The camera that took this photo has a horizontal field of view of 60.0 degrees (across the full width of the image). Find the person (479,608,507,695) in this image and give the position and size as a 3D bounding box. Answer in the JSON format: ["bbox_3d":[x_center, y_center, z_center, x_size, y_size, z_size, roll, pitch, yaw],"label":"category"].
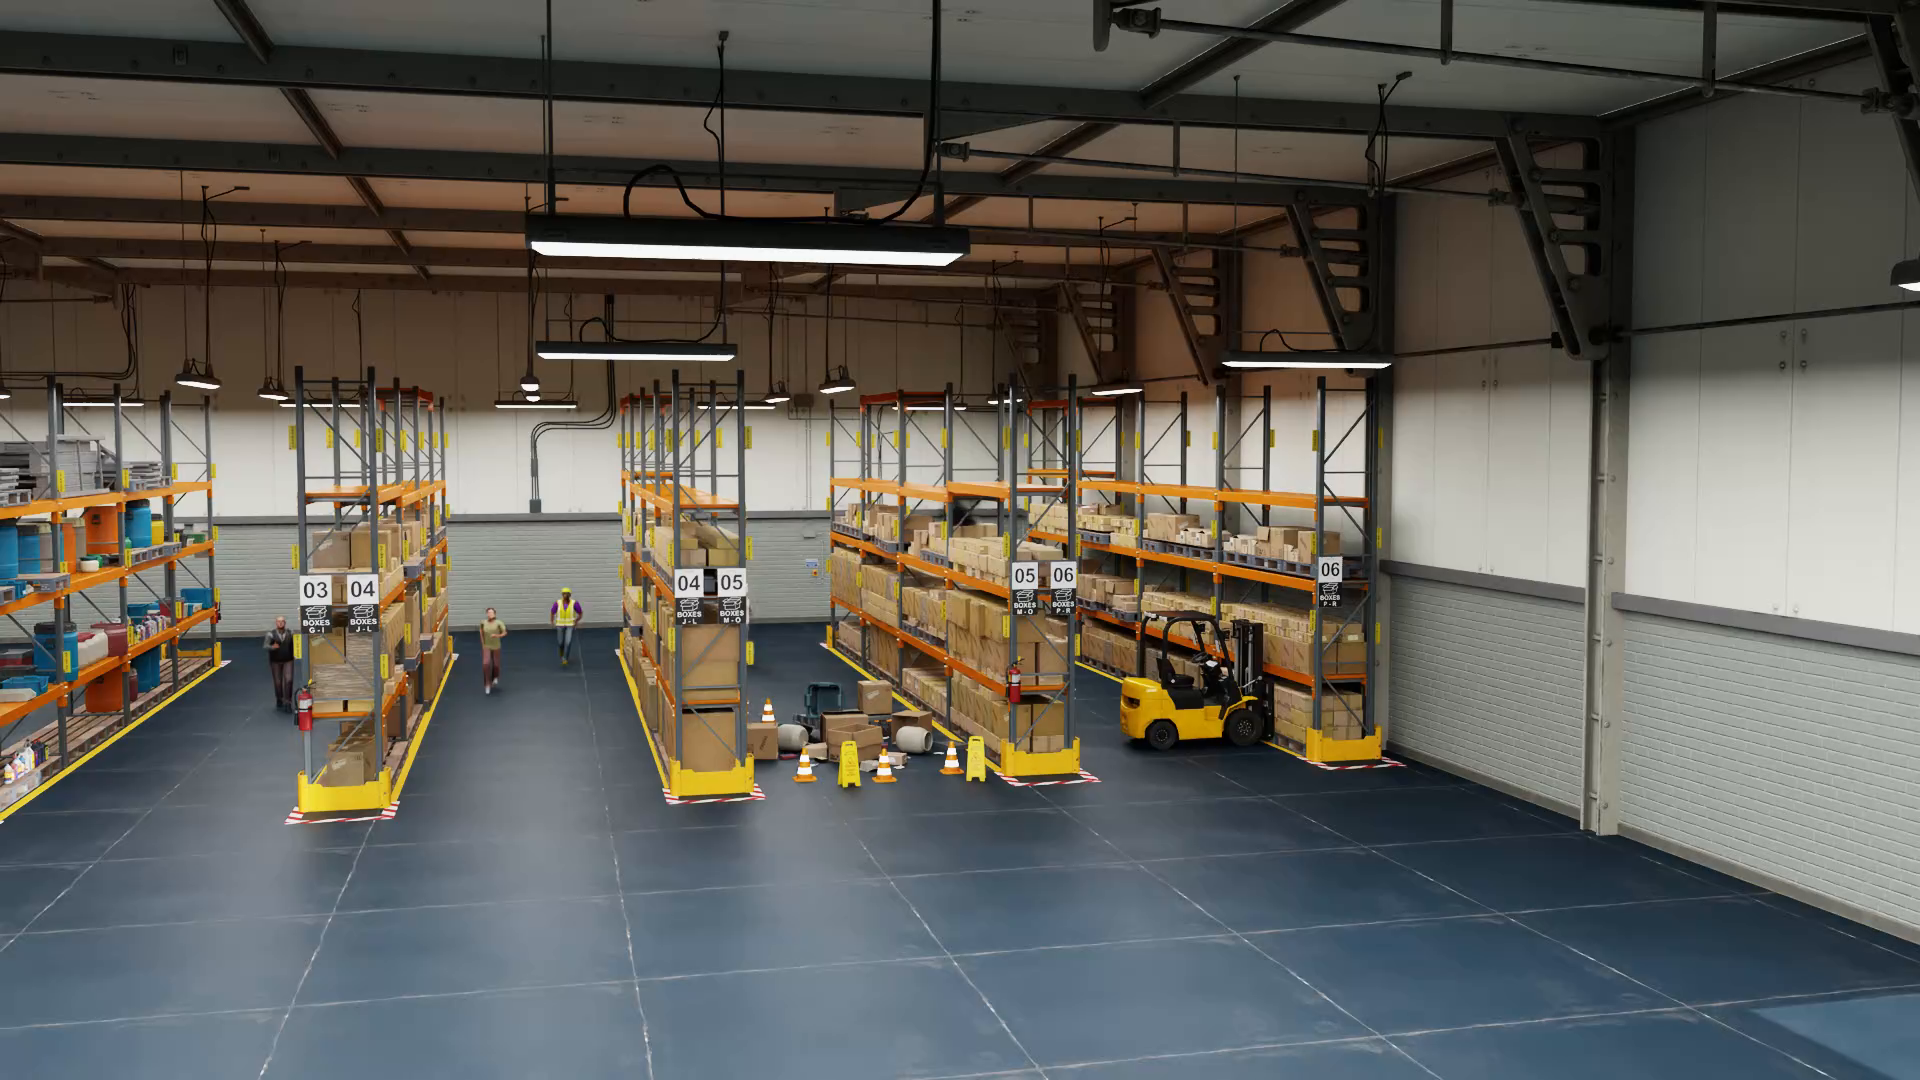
[{"bbox_3d":[-9.342,2.206,33.289,0.545,1.694,0.990,-1,3,-13],"label":"person"}]

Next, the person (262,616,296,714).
[{"bbox_3d":[-12.544,2.383,30.758,0.647,1.578,0.837,-1,4,-23],"label":"person"}]

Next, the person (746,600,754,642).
[{"bbox_3d":[-4.967,1.897,37.560,0.649,1.727,0.576,-2,4,-31],"label":"person"}]

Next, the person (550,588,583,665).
[{"bbox_3d":[-8.826,1.926,37.307,0.719,1.721,0.601,0,3,-8],"label":"person"}]
